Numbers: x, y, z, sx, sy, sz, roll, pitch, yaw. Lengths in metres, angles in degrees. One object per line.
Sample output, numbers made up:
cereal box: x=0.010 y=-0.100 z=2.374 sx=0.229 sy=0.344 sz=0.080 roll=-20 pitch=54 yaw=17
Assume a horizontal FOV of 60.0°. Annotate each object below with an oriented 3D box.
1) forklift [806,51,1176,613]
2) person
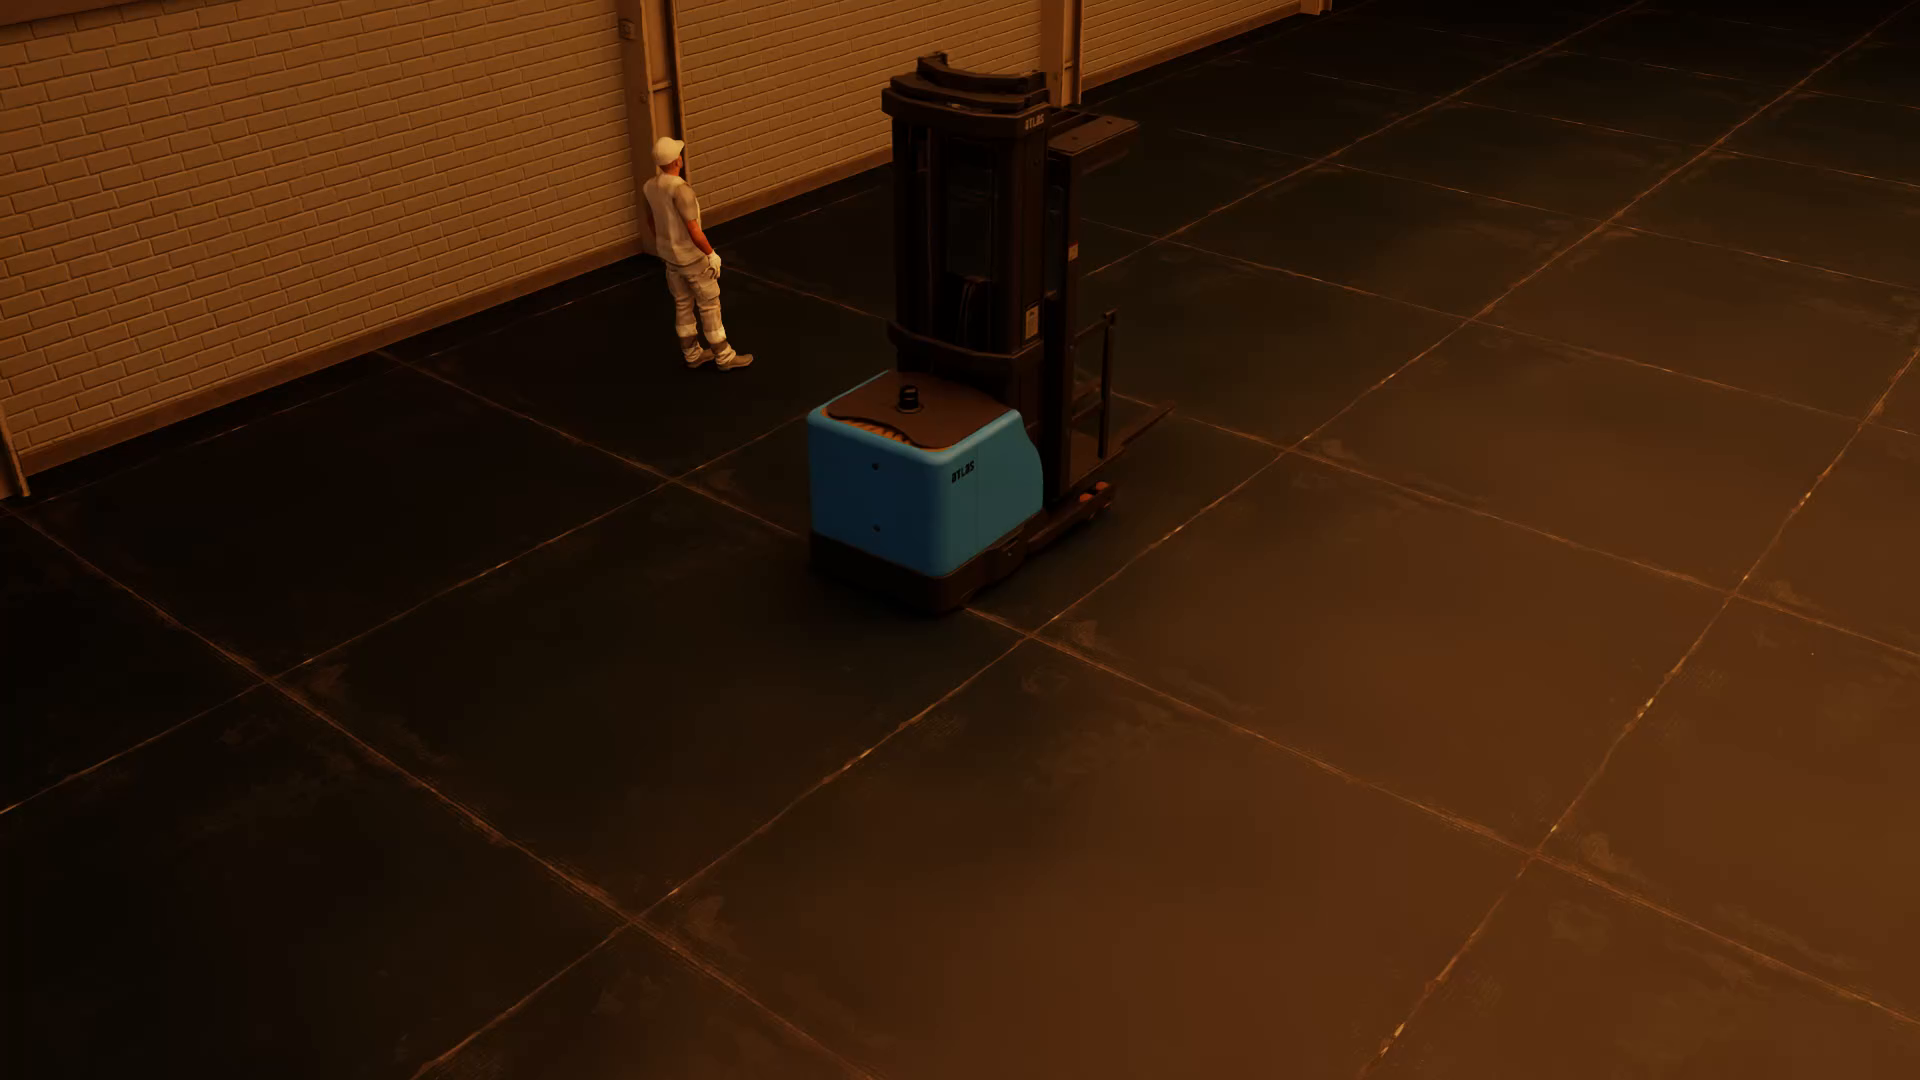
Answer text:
forklift: x=0.363 y=-1.531 z=10.215 sx=1.130 sy=2.935 sz=3.031 roll=20 pitch=36 yaw=31
person: x=-1.978 y=-2.133 z=12.362 sx=0.637 sy=1.786 sz=0.566 roll=25 pitch=38 yaw=36
